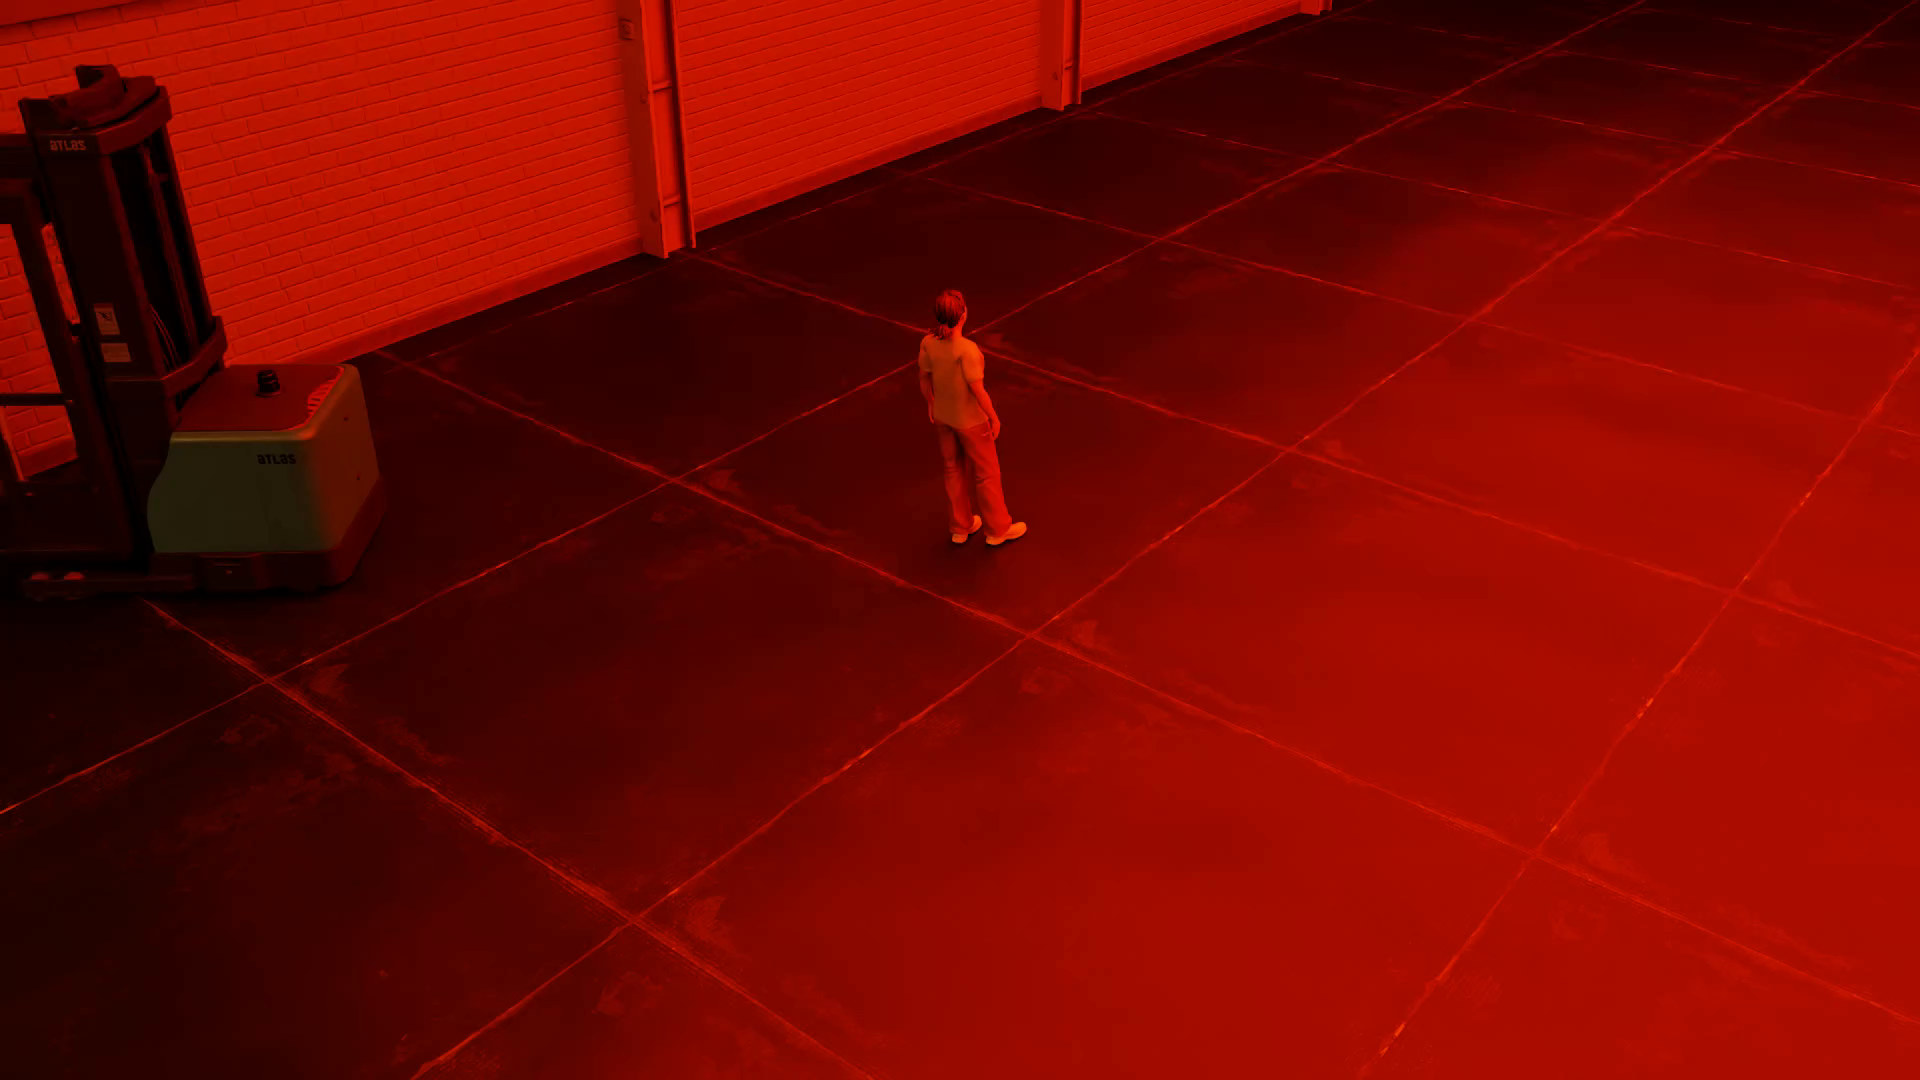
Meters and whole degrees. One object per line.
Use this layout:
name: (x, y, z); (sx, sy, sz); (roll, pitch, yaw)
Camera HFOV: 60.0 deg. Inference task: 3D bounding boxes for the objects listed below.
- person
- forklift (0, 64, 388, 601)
person: (0.055, -0.755, 10.117); (0.555, 1.675, 0.549); (22, 37, 33)
forklift: (-5.185, -1.173, 9.603); (3.031, 2.935, 1.130); (-1, 30, -1)
